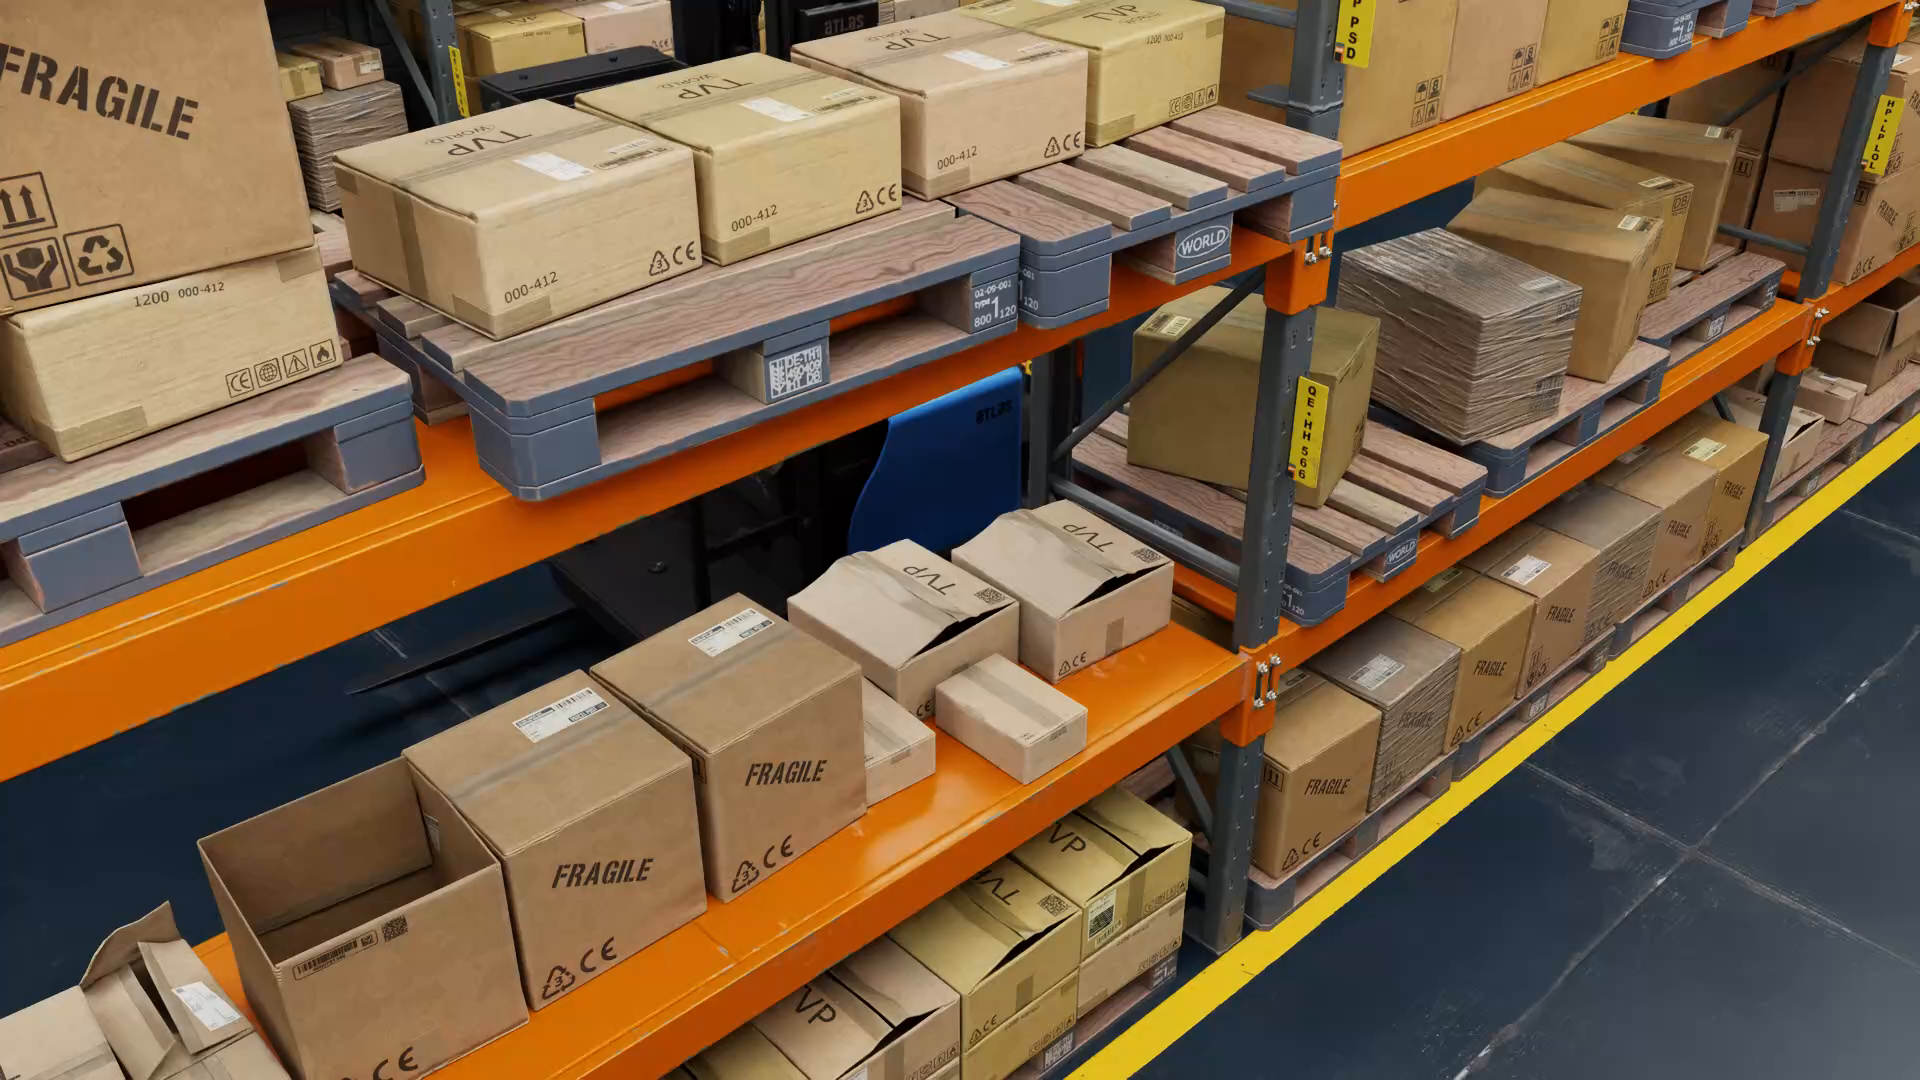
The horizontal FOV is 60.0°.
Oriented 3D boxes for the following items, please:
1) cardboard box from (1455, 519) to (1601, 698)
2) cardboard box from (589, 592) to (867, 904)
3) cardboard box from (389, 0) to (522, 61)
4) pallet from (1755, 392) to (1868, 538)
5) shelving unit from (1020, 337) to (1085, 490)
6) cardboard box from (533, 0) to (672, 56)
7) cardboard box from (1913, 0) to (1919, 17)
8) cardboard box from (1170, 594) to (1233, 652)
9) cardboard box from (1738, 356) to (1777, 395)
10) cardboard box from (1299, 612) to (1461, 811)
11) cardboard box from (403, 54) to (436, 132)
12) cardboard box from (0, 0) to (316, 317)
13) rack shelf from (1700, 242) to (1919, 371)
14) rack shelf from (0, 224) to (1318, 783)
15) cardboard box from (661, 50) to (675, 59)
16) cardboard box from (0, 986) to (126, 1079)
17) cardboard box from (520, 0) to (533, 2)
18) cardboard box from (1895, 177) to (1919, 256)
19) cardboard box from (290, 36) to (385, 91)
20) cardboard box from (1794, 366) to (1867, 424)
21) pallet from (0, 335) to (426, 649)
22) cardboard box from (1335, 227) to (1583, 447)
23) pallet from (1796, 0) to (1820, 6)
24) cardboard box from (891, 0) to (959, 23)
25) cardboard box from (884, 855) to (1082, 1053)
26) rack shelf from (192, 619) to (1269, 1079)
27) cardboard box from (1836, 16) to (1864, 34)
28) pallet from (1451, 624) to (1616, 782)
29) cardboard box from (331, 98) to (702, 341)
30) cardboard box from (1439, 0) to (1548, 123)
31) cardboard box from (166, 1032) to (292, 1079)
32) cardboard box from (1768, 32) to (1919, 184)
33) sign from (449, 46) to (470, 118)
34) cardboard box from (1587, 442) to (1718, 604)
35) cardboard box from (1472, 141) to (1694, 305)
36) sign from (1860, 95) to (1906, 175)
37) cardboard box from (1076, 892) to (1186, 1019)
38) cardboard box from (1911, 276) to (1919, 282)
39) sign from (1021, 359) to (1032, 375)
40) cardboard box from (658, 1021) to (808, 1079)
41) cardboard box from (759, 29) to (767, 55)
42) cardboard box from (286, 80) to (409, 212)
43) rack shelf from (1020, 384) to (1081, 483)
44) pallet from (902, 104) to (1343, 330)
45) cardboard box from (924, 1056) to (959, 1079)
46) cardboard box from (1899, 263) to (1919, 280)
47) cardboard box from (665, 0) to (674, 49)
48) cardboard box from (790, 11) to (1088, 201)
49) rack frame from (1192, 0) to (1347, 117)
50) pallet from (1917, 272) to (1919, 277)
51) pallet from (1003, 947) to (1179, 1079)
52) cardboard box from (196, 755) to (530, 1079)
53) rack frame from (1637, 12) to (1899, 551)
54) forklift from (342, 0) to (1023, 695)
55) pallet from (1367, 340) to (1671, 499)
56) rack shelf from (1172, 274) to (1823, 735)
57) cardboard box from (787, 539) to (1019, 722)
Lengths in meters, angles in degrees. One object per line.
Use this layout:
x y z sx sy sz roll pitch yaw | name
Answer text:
2.275 0.253 6.936 0.500 0.500 0.500 -27 41 -37 | cardboard box
-0.603 0.536 4.403 0.500 0.500 0.500 27 40 36 | cardboard box
-2.598 -2.675 8.630 0.500 0.250 0.500 -25 39 -34 | cardboard box
4.054 -0.495 8.858 1.213 0.211 1.003 -26 40 -35 | pallet
0.274 -1.013 7.894 0.503 2.100 0.431 -23 38 -33 | shelving unit
-1.853 -2.668 8.619 0.500 0.250 0.500 -26 40 -36 | cardboard box
4.842 -2.336 8.140 0.500 0.500 0.500 -27 41 -37 | cardboard box
1.143 0.434 6.639 0.500 0.500 0.500 -24 39 -34 | cardboard box
4.324 -1.059 9.262 0.500 0.311 0.500 -26 40 -35 | cardboard box
1.525 0.616 6.342 0.500 0.500 0.500 -27 41 -37 | cardboard box
-2.587 -2.363 8.839 0.500 0.500 0.500 -26 40 -35 | cardboard box
-1.436 -0.733 2.721 0.500 0.500 0.500 -22 38 -31 | cardboard box
5.016 -1.844 9.080 4.000 0.370 1.077 -26 40 -35 | rack shelf
-0.850 -0.286 3.657 4.000 0.370 1.077 -26 40 -35 | rack shelf
-1.834 -2.351 8.820 0.500 0.500 0.500 -24 39 -34 | cardboard box
-1.985 1.269 3.444 0.500 0.250 0.500 -23 38 -33 | cardboard box
-2.216 -2.857 8.928 0.500 0.250 0.500 -27 41 -37 | cardboard box
4.482 -1.744 8.131 0.500 0.500 0.500 -25 39 -35 | cardboard box
-2.987 -2.290 7.980 0.380 0.149 0.250 23 38 33 | cardboard box
4.632 -0.797 8.973 0.250 0.166 0.380 -26 40 -35 | cardboard box
-1.679 -0.120 2.879 0.805 0.209 1.217 27 41 37 | pallet
1.802 -0.763 6.123 0.500 0.500 0.700 -18 36 -27 | cardboard box
3.024 -2.437 6.665 1.003 0.211 1.213 -26 40 -35 | pallet
-0.356 -3.069 9.993 0.500 0.500 0.500 -25 40 -35 | cardboard box
0.023 1.199 5.110 0.500 0.311 0.500 -27 40 -36 | cardboard box
-0.850 0.993 4.440 4.000 0.370 1.077 -26 40 -35 | rack shelf
4.118 -2.372 8.200 0.500 0.500 0.500 -27 40 -36 | cardboard box
2.084 0.486 7.253 1.213 0.211 1.003 -26 40 -35 | pallet
-0.873 -0.654 3.310 0.500 0.250 0.500 25 40 35 | cardboard box
1.287 -1.694 5.174 0.500 0.500 0.910 -26 40 -35 | cardboard box
-1.528 1.267 3.544 0.250 0.149 0.380 -26 40 -35 | cardboard box
4.086 -1.970 7.543 0.500 0.500 0.500 -25 39 -34 | cardboard box
-2.379 -2.173 7.894 0.005 0.325 0.100 -26 40 -35 | sign
3.014 -0.106 7.523 0.500 0.500 0.500 -26 40 -35 | cardboard box
2.589 -1.313 7.023 0.500 0.500 0.700 -19 36 -28 | cardboard box
3.930 -1.725 7.085 0.005 0.325 0.100 -26 40 -35 | sign
0.396 1.251 5.562 0.500 0.250 0.500 -25 39 -34 | cardboard box
5.893 -1.443 10.029 0.250 0.166 0.380 -26 40 -35 | cardboard box
0.241 -0.687 5.465 0.005 0.325 0.100 -26 40 -35 | sign
-0.718 1.553 4.530 0.500 0.311 0.500 -25 39 -34 | cardboard box
-1.093 -2.715 9.414 0.500 0.500 0.500 -25 39 -34 | cardboard box
-3.092 -1.976 8.089 0.700 0.500 0.500 24 39 34 | cardboard box
0.274 -0.404 8.266 0.480 0.518 0.431 -23 38 -33 | rack shelf
0.180 -0.947 4.229 1.003 0.211 1.213 -24 39 -33 | pallet
-0.350 1.612 4.971 0.500 0.250 0.500 -25 39 -34 | cardboard box
5.524 -1.613 10.227 0.500 0.250 0.500 -26 40 -35 | cardboard box
-1.489 -2.847 8.911 0.500 0.250 0.500 -26 40 -35 | cardboard box
-0.050 -1.043 3.945 0.500 0.250 0.500 -25 39 -34 | cardboard box
0.616 -2.582 3.847 0.127 3.000 1.000 -26 40 -35 | rack frame
5.843 -1.361 10.273 1.213 0.211 1.003 -26 40 -35 | pallet
-0.014 1.444 5.687 1.213 0.211 1.003 -26 40 -35 | pallet
-1.356 0.900 3.807 0.500 0.500 0.500 -23 38 -32 | cardboard box
3.550 -1.442 7.732 0.127 3.000 1.000 -26 40 -35 | rack frame
-1.160 -0.821 6.783 3.031 2.935 1.130 -23 38 -33 | forklift
2.039 -0.633 6.593 1.213 0.211 1.003 -26 40 -35 | pallet
2.083 -0.425 6.760 4.000 0.370 1.077 -26 40 -35 | rack shelf
-0.171 0.258 5.038 0.500 0.311 0.500 -26 40 -36 | cardboard box
